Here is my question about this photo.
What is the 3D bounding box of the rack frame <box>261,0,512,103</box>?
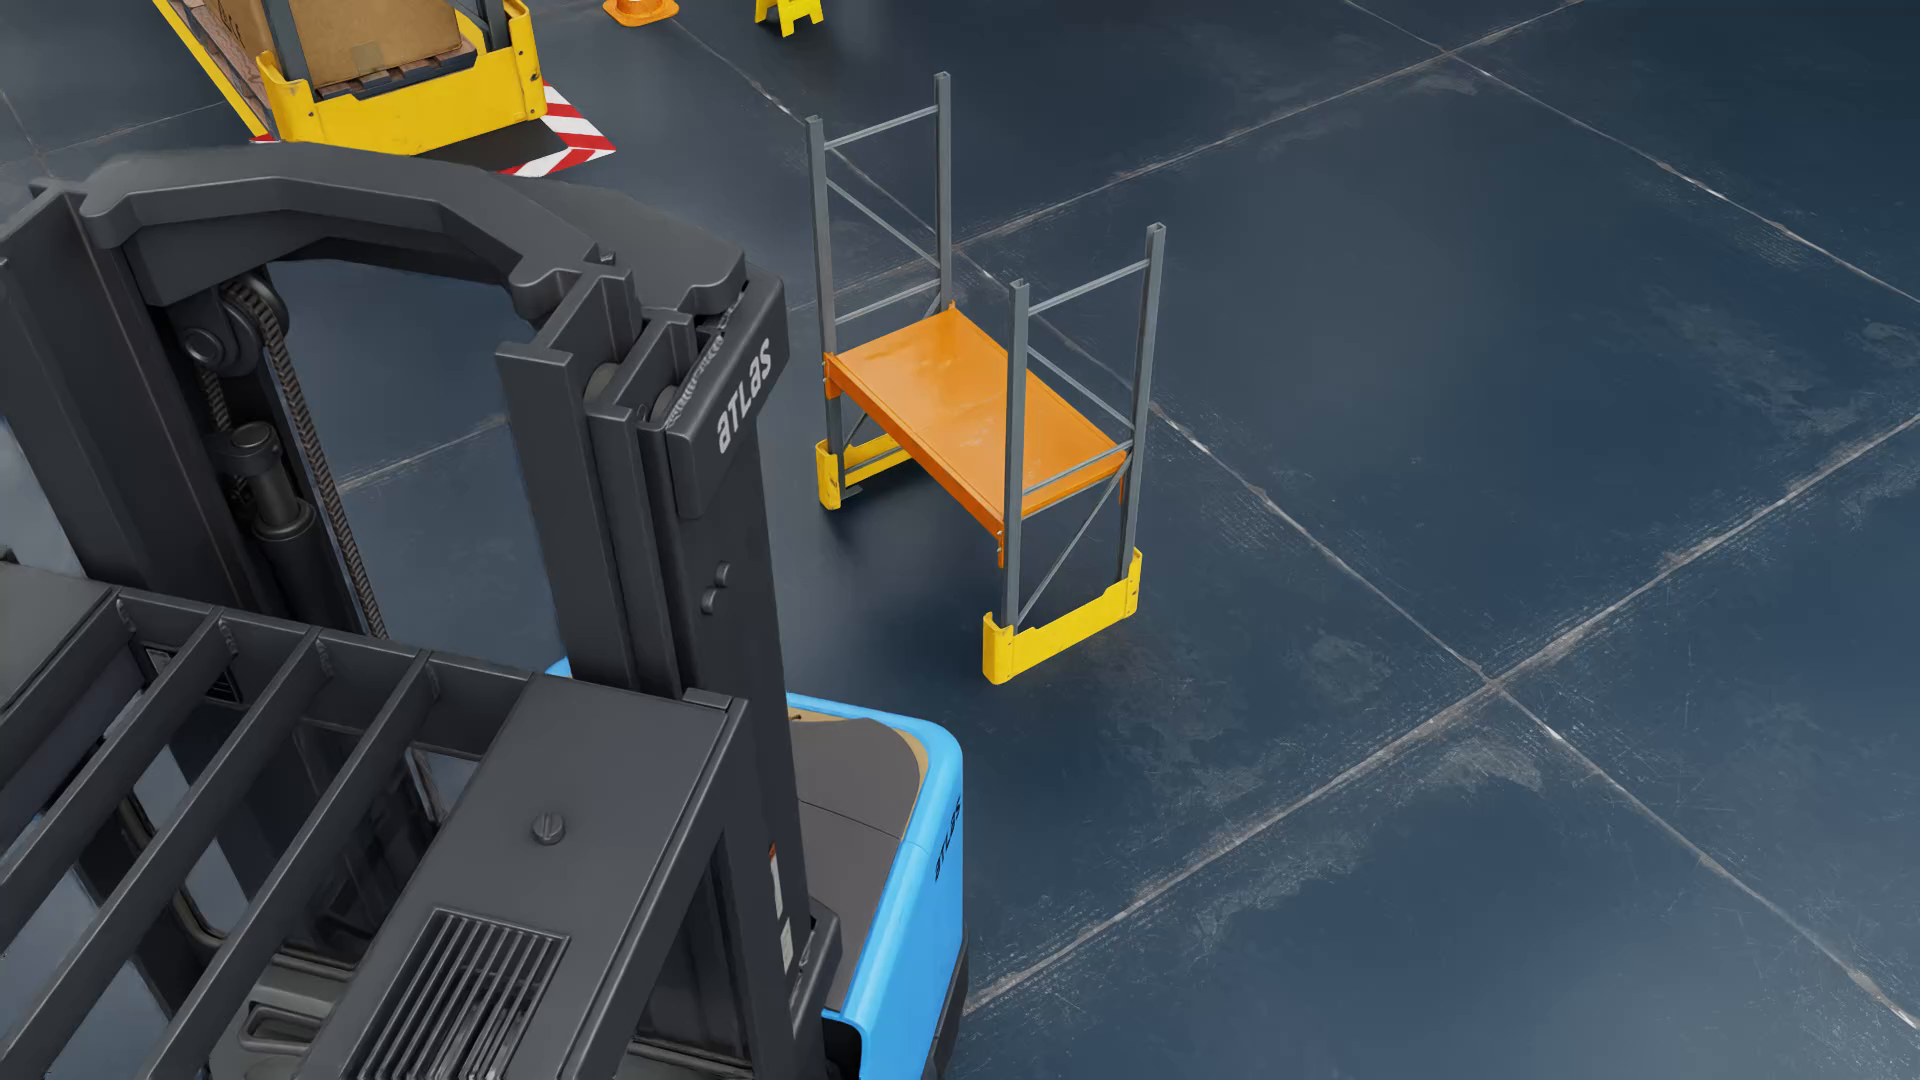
[{"bbox_3d":[-2.518,-2.982,6.702,1.000,3.000,0.127,-26,49,-24],"label":"rack frame"}]

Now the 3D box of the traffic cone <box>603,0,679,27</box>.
[{"bbox_3d":[-1.657,-2.927,8.480,0.336,0.463,0.334,-26,49,-24],"label":"traffic cone"}]

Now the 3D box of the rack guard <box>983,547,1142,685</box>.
[{"bbox_3d":[0.329,0.235,5.323,0.587,0.250,0.087,-26,49,-24],"label":"rack guard"}]

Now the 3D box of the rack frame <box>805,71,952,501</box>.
[{"bbox_3d":[-0.242,-0.782,5.483,0.500,1.500,0.032,-26,49,-24],"label":"rack frame"}]

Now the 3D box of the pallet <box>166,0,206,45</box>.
[{"bbox_3d":[-3.733,-3.086,8.830,1.003,0.211,1.213,-26,49,-24],"label":"pallet"}]

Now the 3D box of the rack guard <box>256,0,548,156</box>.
[{"bbox_3d":[-2.504,-2.065,7.551,1.175,0.500,0.348,-26,49,-24],"label":"rack guard"}]

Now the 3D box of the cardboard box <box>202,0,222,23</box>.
[{"bbox_3d":[-3.465,-3.221,8.187,0.875,0.875,0.875,-26,50,-25],"label":"cardboard box"}]

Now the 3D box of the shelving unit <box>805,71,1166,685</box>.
[{"bbox_3d":[0.044,-0.499,5.187,0.587,1.500,1.083,-26,49,-24],"label":"shelving unit"}]

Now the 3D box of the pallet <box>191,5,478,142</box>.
[{"bbox_3d":[-3.040,-2.396,8.107,1.003,0.211,1.213,-26,49,-24],"label":"pallet"}]

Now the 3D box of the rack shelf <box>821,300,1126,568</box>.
[{"bbox_3d":[0.049,-0.364,5.306,0.538,0.185,1.000,-26,49,-24],"label":"rack shelf"}]

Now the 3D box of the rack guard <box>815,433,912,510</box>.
[{"bbox_3d":[-0.241,-0.329,5.914,0.587,0.250,0.087,-26,49,-24],"label":"rack guard"}]

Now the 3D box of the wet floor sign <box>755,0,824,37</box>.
[{"bbox_3d":[-0.877,-2.897,8.317,0.267,0.644,0.232,-35,53,-31],"label":"wet floor sign"}]

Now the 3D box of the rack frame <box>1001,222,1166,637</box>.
[{"bbox_3d":[0.340,-0.206,4.880,0.500,1.500,0.032,-26,49,-24],"label":"rack frame"}]

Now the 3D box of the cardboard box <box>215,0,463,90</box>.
[{"bbox_3d":[-2.960,-2.724,7.665,0.875,0.875,0.875,-25,49,-24],"label":"cardboard box"}]

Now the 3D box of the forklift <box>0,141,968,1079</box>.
[{"bbox_3d":[-0.848,1.039,2.540,1.130,2.935,3.031,10,45,11],"label":"forklift"}]
